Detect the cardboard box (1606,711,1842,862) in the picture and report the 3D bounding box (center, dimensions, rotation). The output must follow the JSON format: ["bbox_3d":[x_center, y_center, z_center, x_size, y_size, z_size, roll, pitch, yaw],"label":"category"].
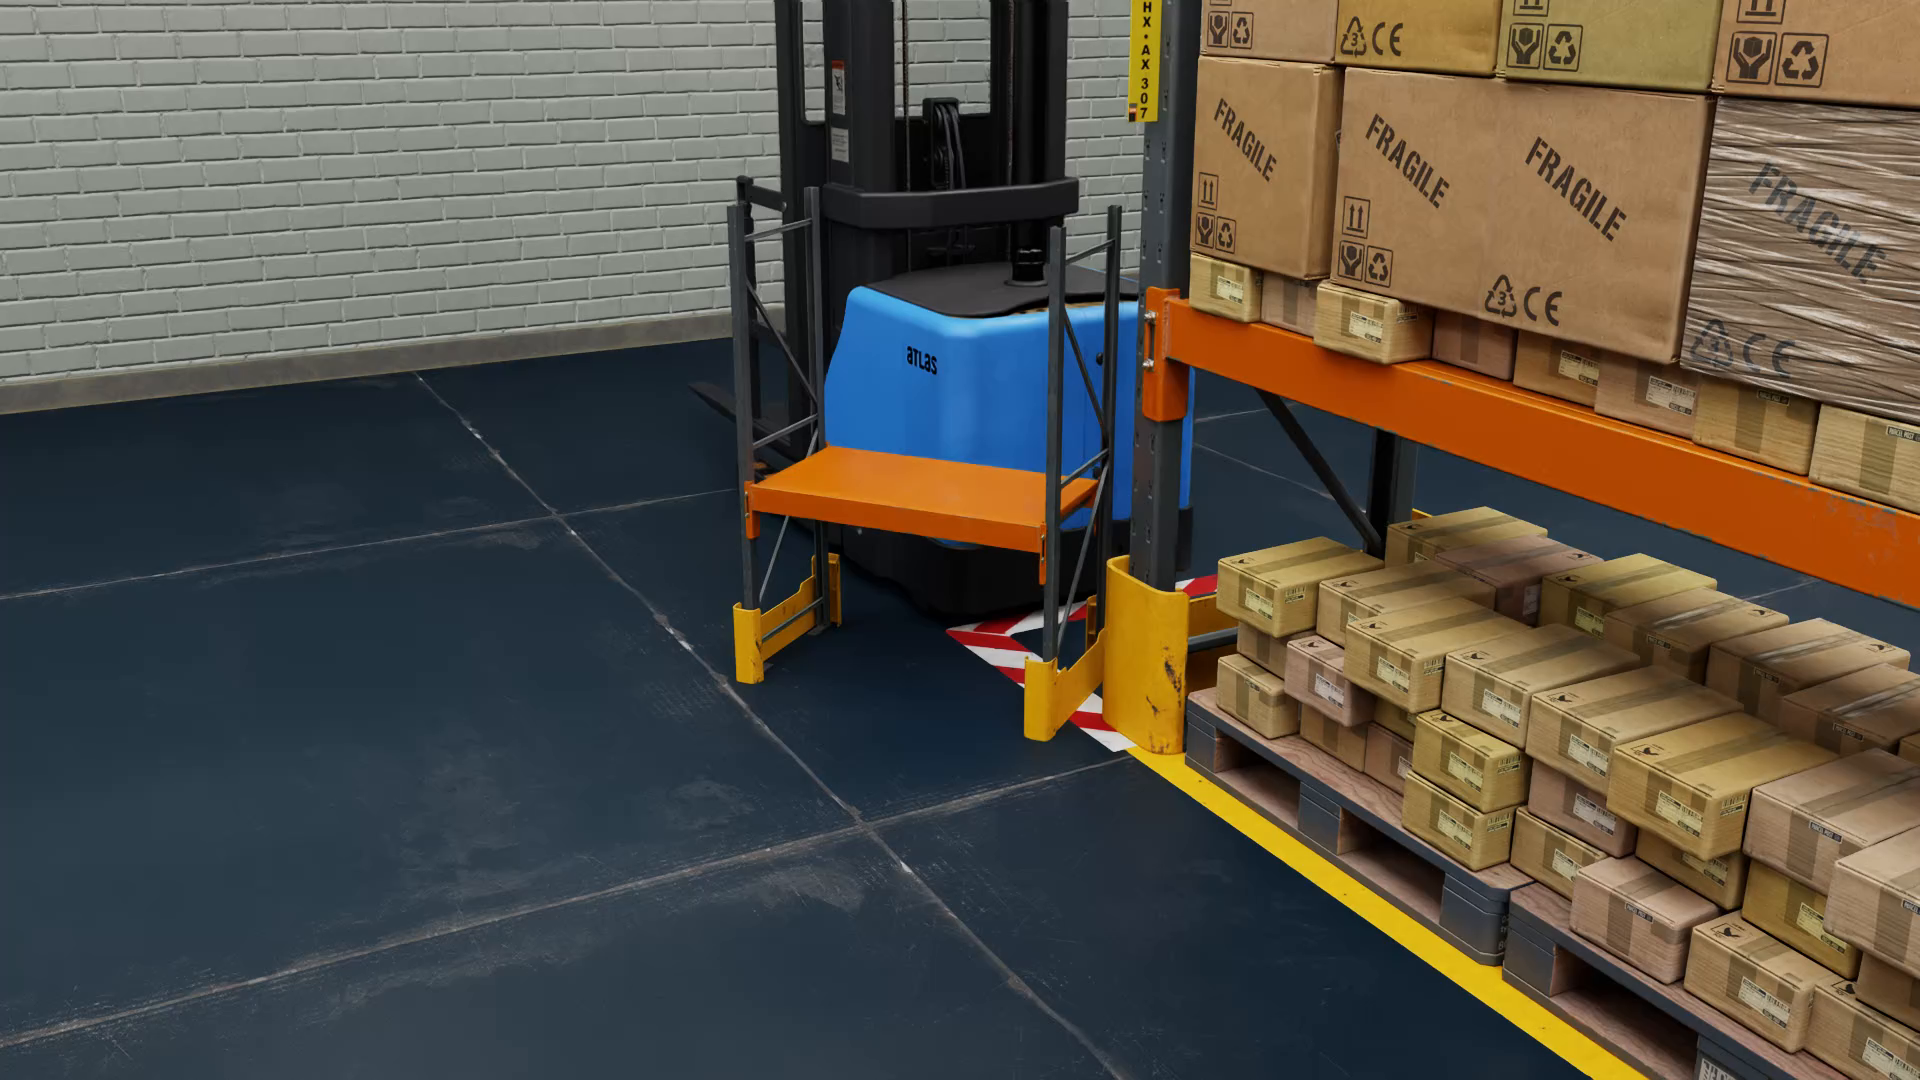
[{"bbox_3d":[1.561,0.498,3.404,0.380,0.149,0.250,-10,21,-26],"label":"cardboard box"}]

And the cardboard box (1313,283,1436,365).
[{"bbox_3d":[1.072,-0.533,3.963,0.380,0.149,0.250,-11,22,-28],"label":"cardboard box"}]

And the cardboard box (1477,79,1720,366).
[{"bbox_3d":[1.437,-0.672,3.370,0.500,0.500,0.500,-10,21,-26],"label":"cardboard box"}]

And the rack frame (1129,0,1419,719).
[{"bbox_3d":[0.968,-0.948,4.779,1.000,3.000,0.127,-10,21,-27],"label":"rack frame"}]

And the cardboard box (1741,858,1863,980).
[{"bbox_3d":[1.787,0.697,3.282,0.380,0.149,0.250,-9,21,-24],"label":"cardboard box"}]

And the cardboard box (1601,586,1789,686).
[{"bbox_3d":[1.814,0.253,4.115,0.380,0.149,0.250,-11,22,-29],"label":"cardboard box"}]

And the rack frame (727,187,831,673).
[{"bbox_3d":[-0.566,-0.340,5.316,0.032,1.500,0.500,8,21,23],"label":"rack frame"}]

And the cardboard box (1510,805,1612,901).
[{"bbox_3d":[1.486,0.683,3.780,0.380,0.149,0.250,-10,21,-27],"label":"cardboard box"}]

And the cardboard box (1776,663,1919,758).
[{"bbox_3d":[2.018,0.414,3.647,0.380,0.149,0.250,-11,22,-28],"label":"cardboard box"}]

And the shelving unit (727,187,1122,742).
[{"bbox_3d":[-0.111,-0.272,5.120,1.083,1.500,0.587,8,21,23],"label":"shelving unit"}]

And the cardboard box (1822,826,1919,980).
[{"bbox_3d":[1.786,0.644,2.982,0.380,0.149,0.250,-11,22,-29],"label":"cardboard box"}]

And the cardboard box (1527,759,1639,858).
[{"bbox_3d":[1.502,0.547,3.719,0.380,0.149,0.250,-11,22,-29],"label":"cardboard box"}]

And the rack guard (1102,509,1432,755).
[{"bbox_3d":[1.005,0.256,5.124,1.175,0.500,0.348,-10,21,-27],"label":"rack guard"}]

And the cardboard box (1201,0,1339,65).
[{"bbox_3d":[0.948,-1.438,4.059,0.500,0.500,0.500,-10,21,-27],"label":"cardboard box"}]

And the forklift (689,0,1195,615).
[{"bbox_3d":[-0.304,-1.564,6.670,1.130,2.935,3.031,-10,22,-27],"label":"forklift"}]

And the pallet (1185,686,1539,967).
[{"bbox_3d":[1.359,0.631,4.479,1.003,0.211,1.213,-10,21,-27],"label":"pallet"}]

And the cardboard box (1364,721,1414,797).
[{"bbox_3d":[1.256,0.534,4.212,0.380,0.149,0.250,-10,21,-26],"label":"cardboard box"}]

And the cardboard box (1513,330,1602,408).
[{"bbox_3d":[1.423,-0.398,3.572,0.380,0.149,0.250,-10,22,-27],"label":"cardboard box"}]

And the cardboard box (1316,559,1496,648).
[{"bbox_3d":[1.155,0.184,4.315,0.380,0.149,0.250,-10,21,-26],"label":"cardboard box"}]

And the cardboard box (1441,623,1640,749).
[{"bbox_3d":[1.353,0.334,3.879,0.380,0.149,0.250,-11,22,-29],"label":"cardboard box"}]

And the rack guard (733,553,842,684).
[{"bbox_3d":[-0.564,0.251,5.520,0.087,0.250,0.587,8,21,23],"label":"rack guard"}]

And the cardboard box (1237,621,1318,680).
[{"bbox_3d":[0.991,0.251,4.576,0.380,0.149,0.250,-9,21,-24],"label":"cardboard box"}]

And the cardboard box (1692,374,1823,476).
[{"bbox_3d":[1.619,-0.245,3.129,0.380,0.149,0.250,-9,21,-25],"label":"cardboard box"}]

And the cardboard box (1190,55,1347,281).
[{"bbox_3d":[0.939,-0.964,4.217,0.500,0.500,0.500,-9,21,-24],"label":"cardboard box"}]

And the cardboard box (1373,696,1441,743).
[{"bbox_3d":[1.266,0.395,4.159,0.380,0.149,0.250,-10,21,-26],"label":"cardboard box"}]

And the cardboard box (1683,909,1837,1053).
[{"bbox_3d":[1.682,0.843,3.315,0.380,0.149,0.250,-10,21,-27],"label":"cardboard box"}]

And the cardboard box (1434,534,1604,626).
[{"bbox_3d":[1.512,0.114,4.517,0.380,0.149,0.250,-10,21,-26],"label":"cardboard box"}]

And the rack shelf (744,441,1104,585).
[{"bbox_3d":[-0.103,-0.101,5.176,1.000,0.185,0.538,8,21,23],"label":"rack shelf"}]

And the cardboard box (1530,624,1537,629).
[{"bbox_3d":[1.547,0.252,4.575,0.380,0.149,0.250,-11,22,-28],"label":"cardboard box"}]

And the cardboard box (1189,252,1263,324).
[{"bbox_3d":[0.834,-0.685,4.404,0.380,0.149,0.250,-10,21,-27],"label":"cardboard box"}]

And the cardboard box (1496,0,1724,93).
[{"bbox_3d":[1.421,-1.142,3.199,0.500,0.500,0.500,-11,22,-28],"label":"cardboard box"}]

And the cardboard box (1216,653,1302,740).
[{"bbox_3d":[0.936,0.401,4.596,0.380,0.149,0.250,-10,21,-26],"label":"cardboard box"}]
